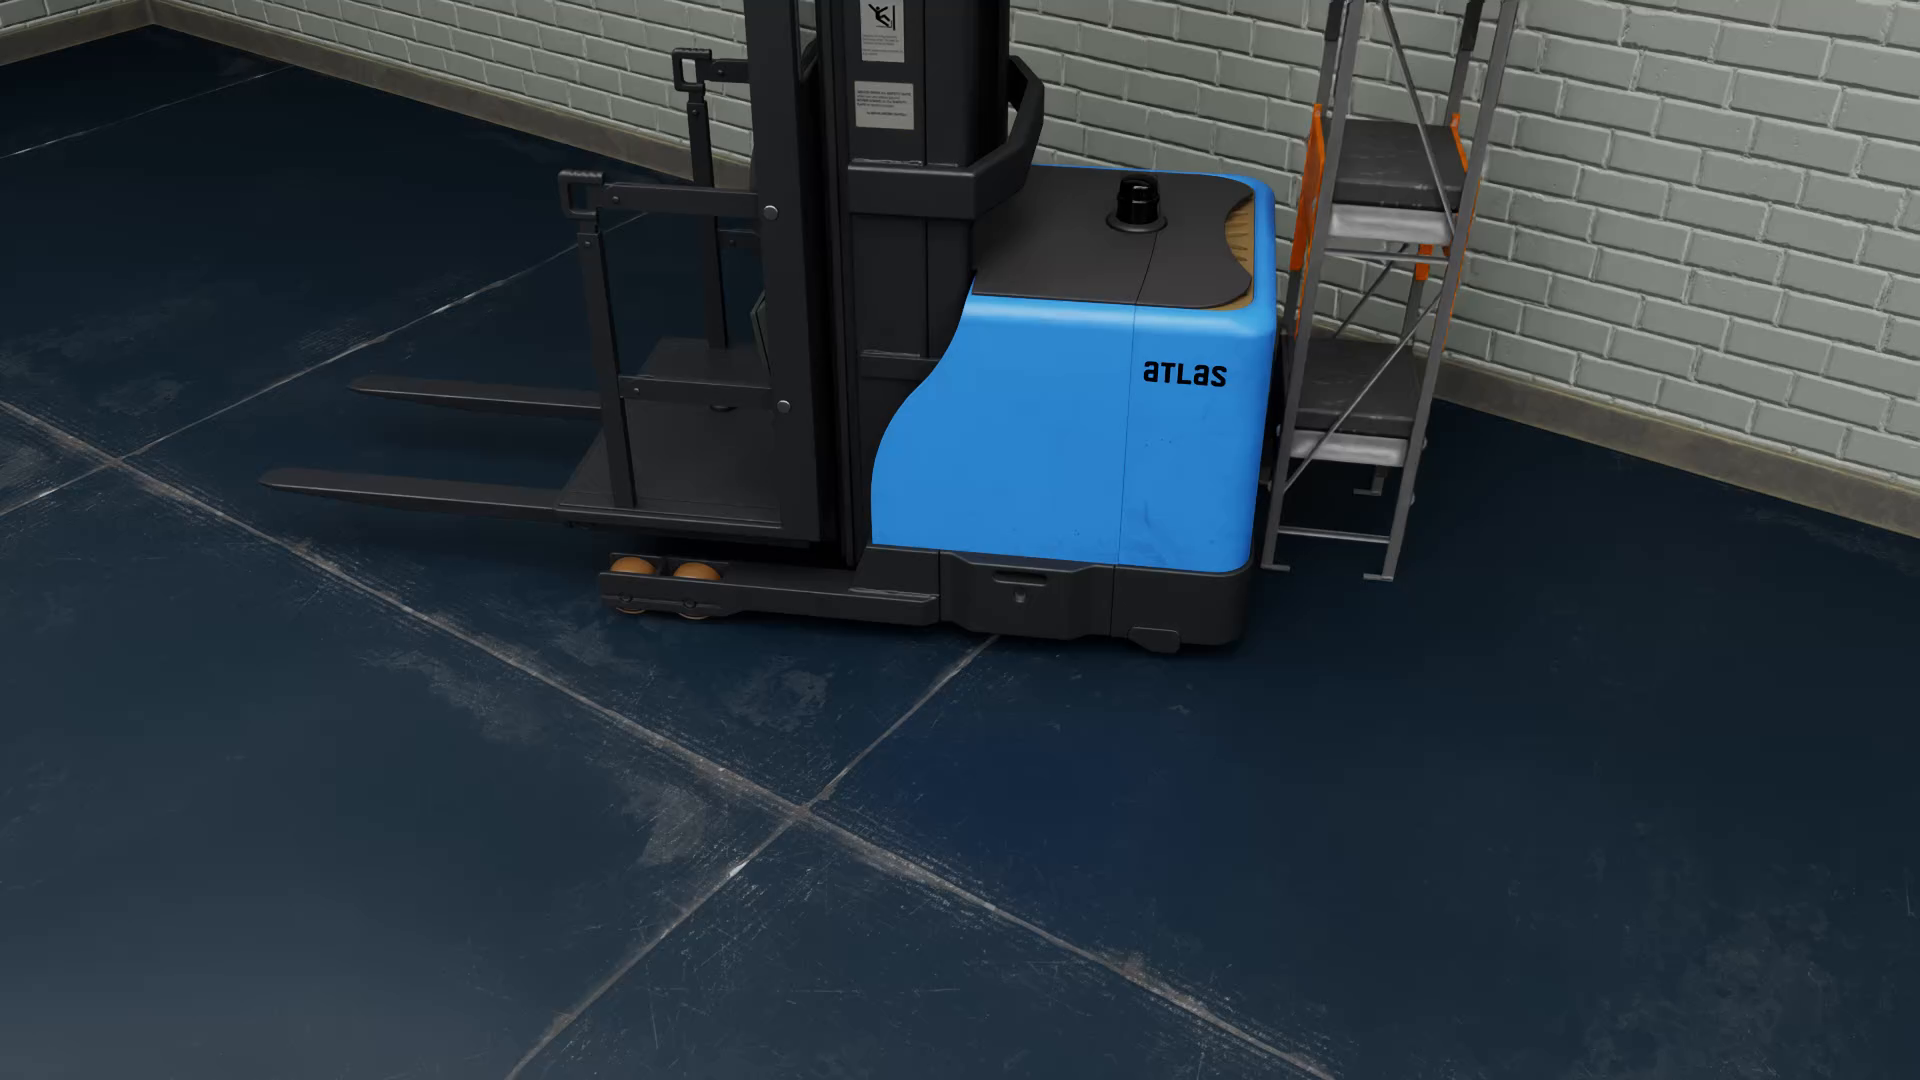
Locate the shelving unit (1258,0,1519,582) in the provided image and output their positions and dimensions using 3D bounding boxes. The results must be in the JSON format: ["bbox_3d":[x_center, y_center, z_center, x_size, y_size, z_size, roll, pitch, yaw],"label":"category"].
[{"bbox_3d":[1.181,-0.898,4.692,0.431,2.100,0.503,6,34,5],"label":"shelving unit"}]

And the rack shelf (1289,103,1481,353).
[{"bbox_3d":[1.181,-0.887,4.700,0.431,0.518,0.480,6,34,5],"label":"rack shelf"}]

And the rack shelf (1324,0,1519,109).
[{"bbox_3d":[1.201,-1.465,4.306,0.431,0.518,0.480,6,34,5],"label":"rack shelf"}]

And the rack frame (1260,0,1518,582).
[{"bbox_3d":[1.149,-0.763,4.492,0.400,2.100,0.015,6,34,5],"label":"rack frame"}]

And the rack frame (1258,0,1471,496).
[{"bbox_3d":[1.214,-1.034,4.893,0.400,2.100,0.015,6,34,5],"label":"rack frame"}]

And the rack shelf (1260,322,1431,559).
[{"bbox_3d":[1.161,-0.309,5.094,0.431,0.518,0.480,6,34,5],"label":"rack shelf"}]

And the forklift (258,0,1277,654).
[{"bbox_3d":[-0.618,-1.267,4.507,3.031,2.935,1.130,5,34,7],"label":"forklift"}]
